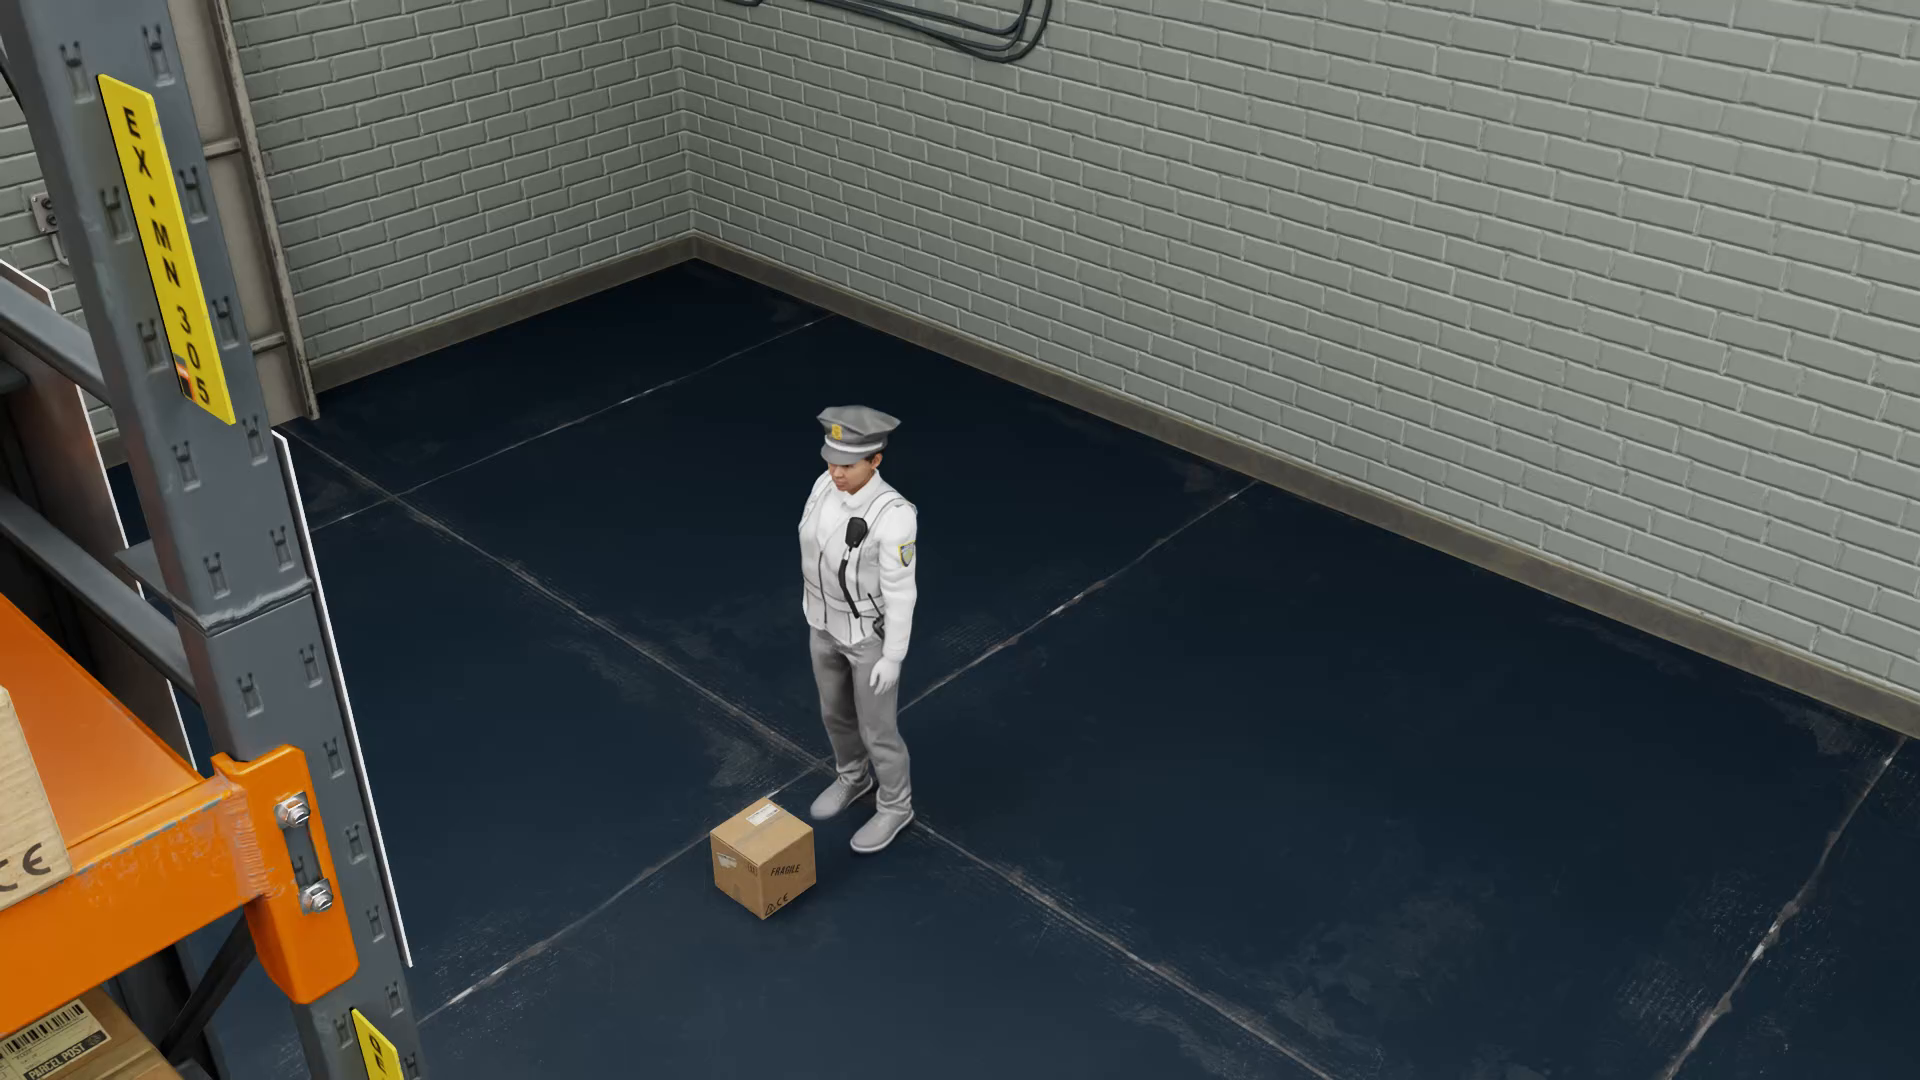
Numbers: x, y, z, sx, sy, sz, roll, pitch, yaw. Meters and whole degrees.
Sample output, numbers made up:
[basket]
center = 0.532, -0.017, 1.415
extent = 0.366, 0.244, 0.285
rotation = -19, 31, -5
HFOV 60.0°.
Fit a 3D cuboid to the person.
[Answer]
[person]
center = -0.347, 0.322, 5.617
extent = 0.468, 1.689, 0.333
rotation = 26, 40, 36
